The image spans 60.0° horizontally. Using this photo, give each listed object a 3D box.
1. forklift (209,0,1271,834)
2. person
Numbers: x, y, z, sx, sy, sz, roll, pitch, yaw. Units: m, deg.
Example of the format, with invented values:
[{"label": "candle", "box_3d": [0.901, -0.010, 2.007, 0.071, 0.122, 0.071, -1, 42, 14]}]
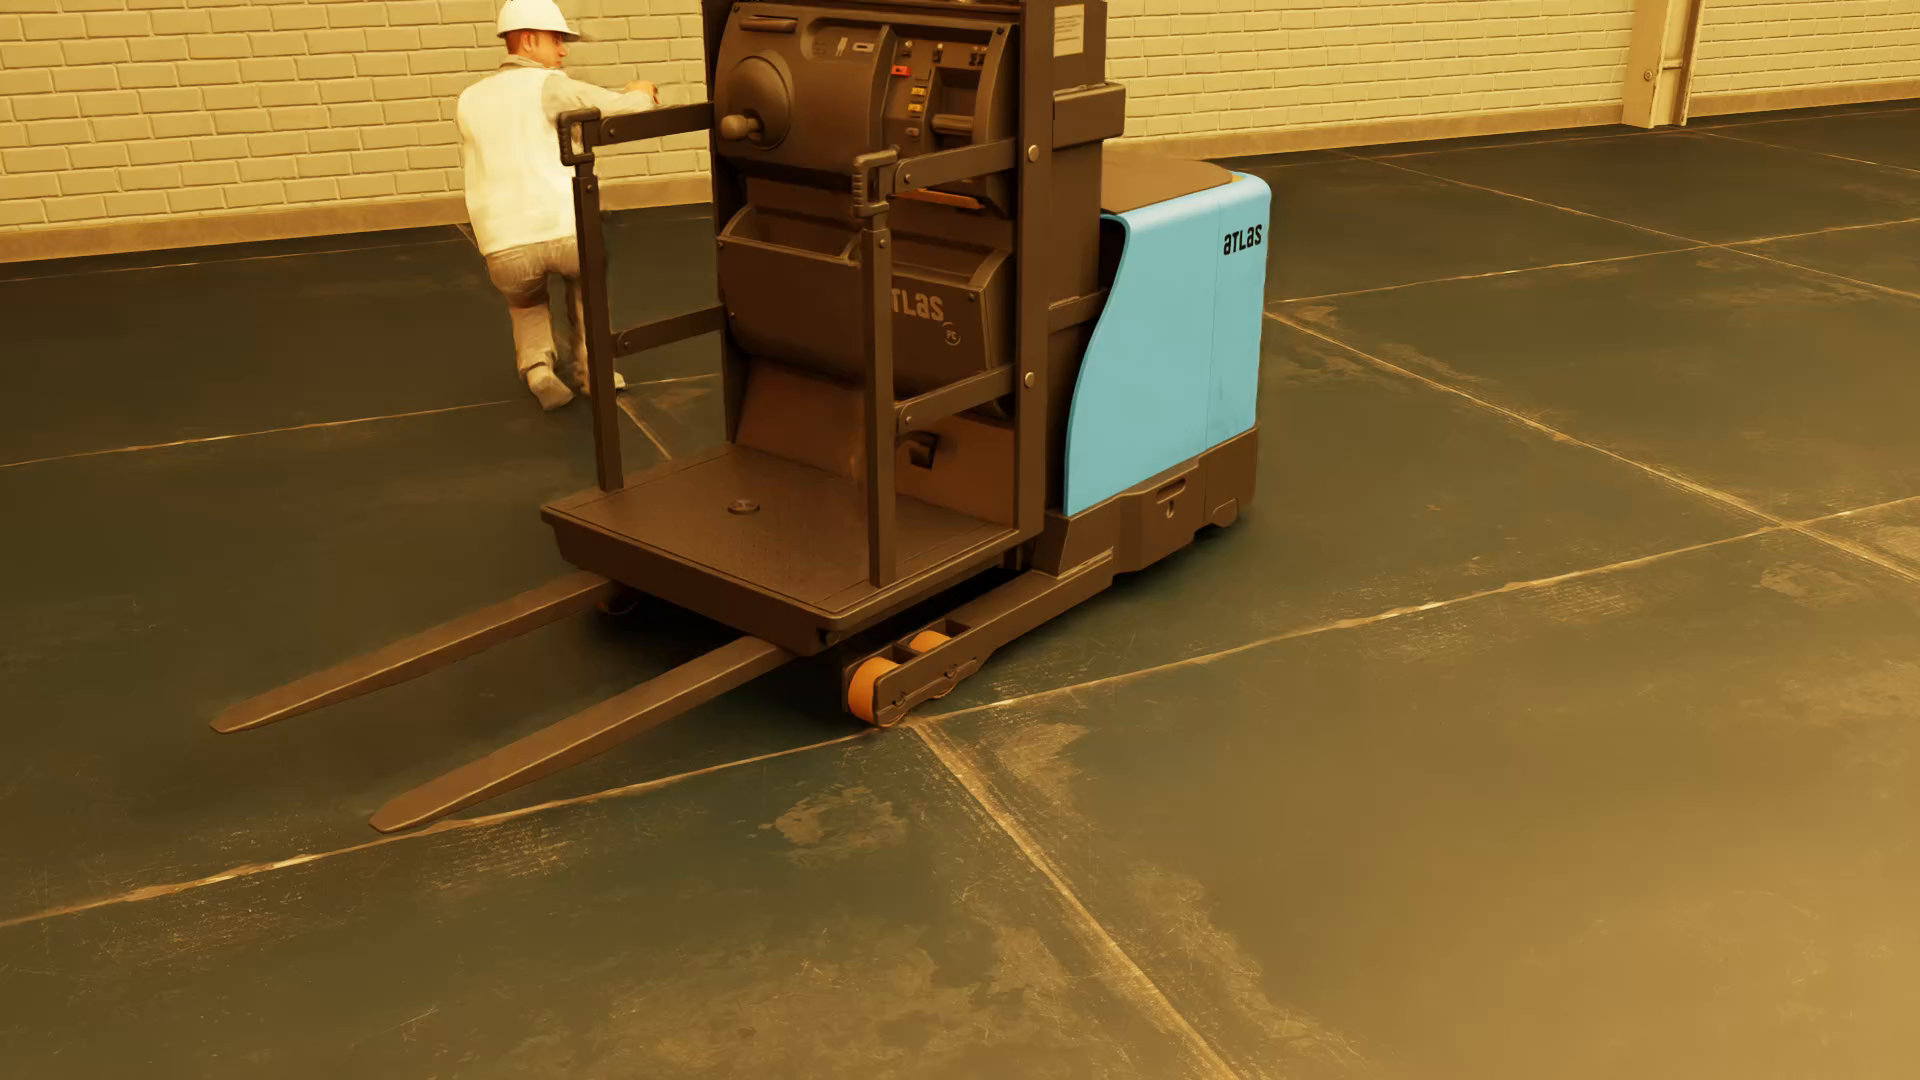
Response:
[{"label": "forklift", "box_3d": [-0.395, -1.117, 3.976, 1.130, 2.935, 3.031, 18, 28, 36]}, {"label": "person", "box_3d": [-1.475, -1.263, 6.209, 0.755, 1.490, 0.998, -1, 23, -2]}]
